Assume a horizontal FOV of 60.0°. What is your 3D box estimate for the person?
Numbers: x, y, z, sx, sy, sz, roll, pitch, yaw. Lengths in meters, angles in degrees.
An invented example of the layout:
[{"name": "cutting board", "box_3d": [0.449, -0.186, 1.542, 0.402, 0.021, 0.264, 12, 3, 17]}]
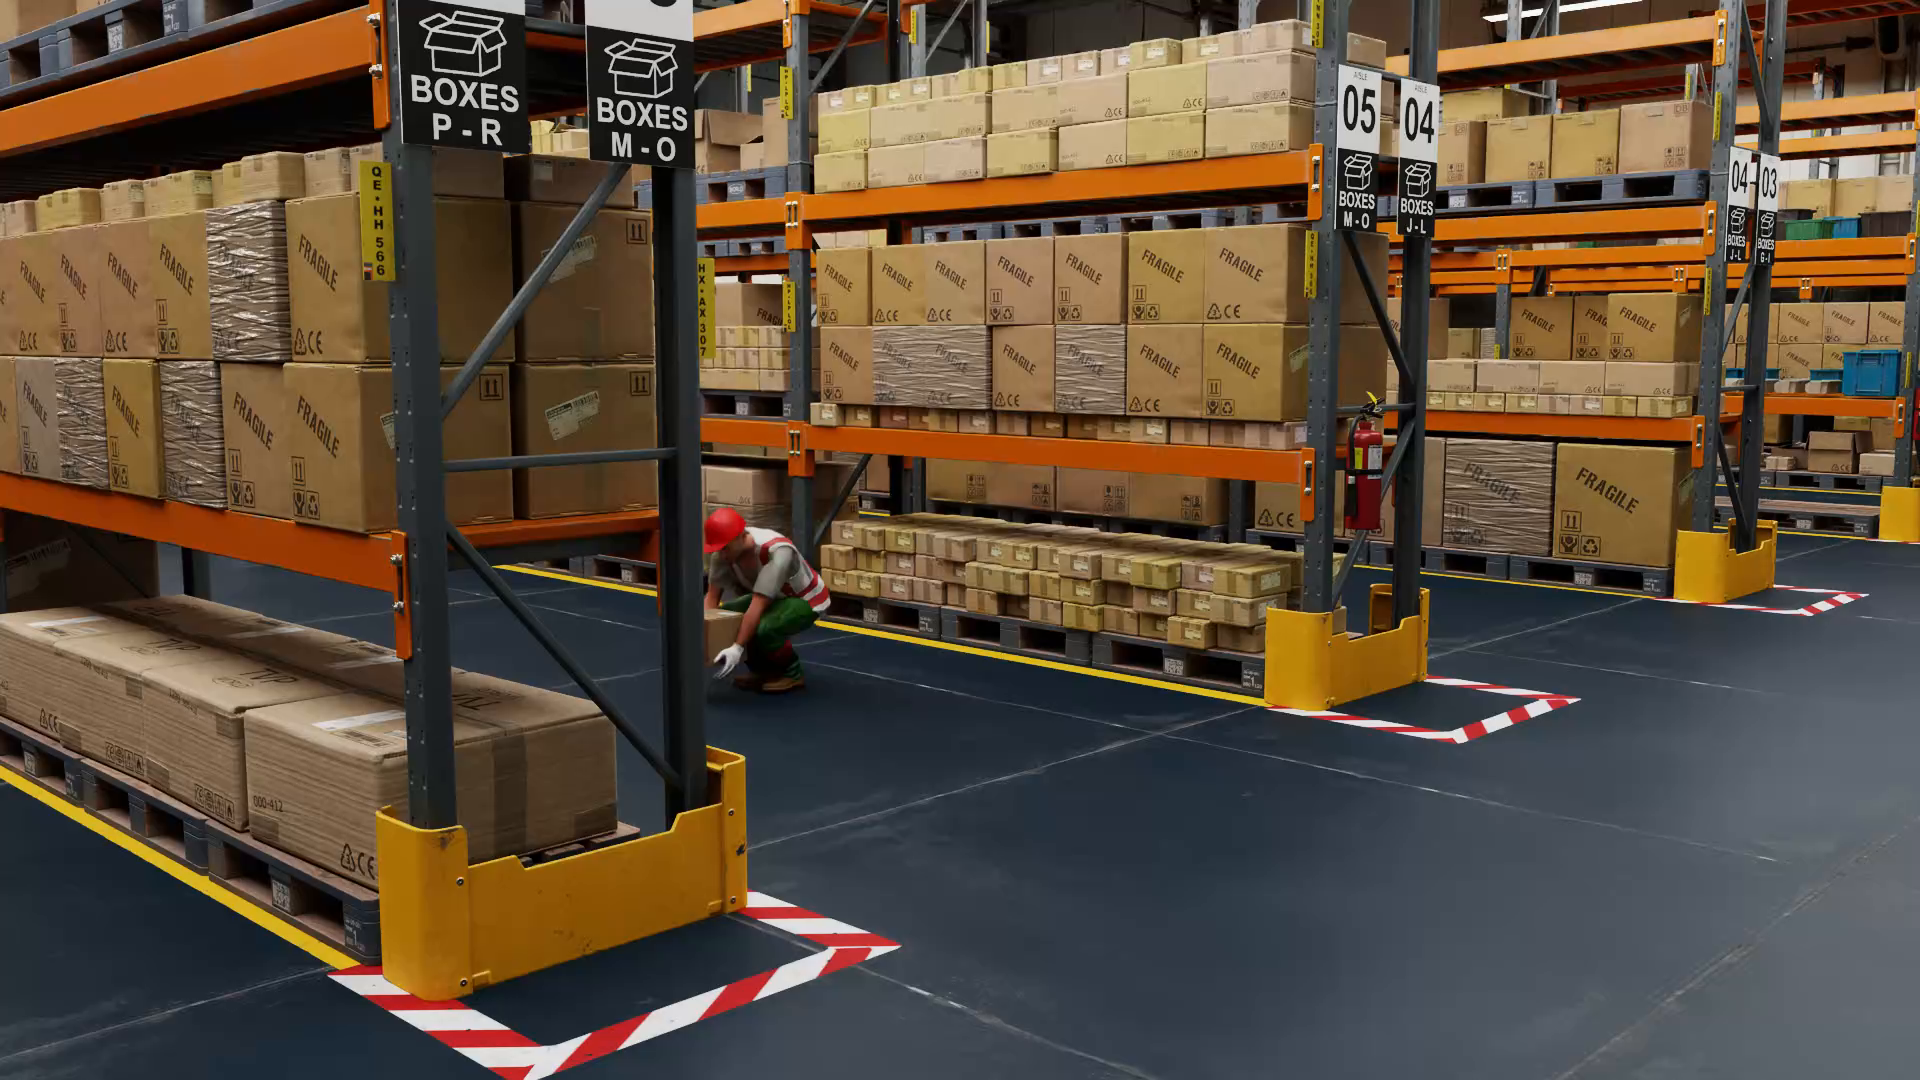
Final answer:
[{"name": "person", "box_3d": [-1.067, 0.309, 8.870, 0.548, 1.012, 0.852, 6, 9, 42]}]
